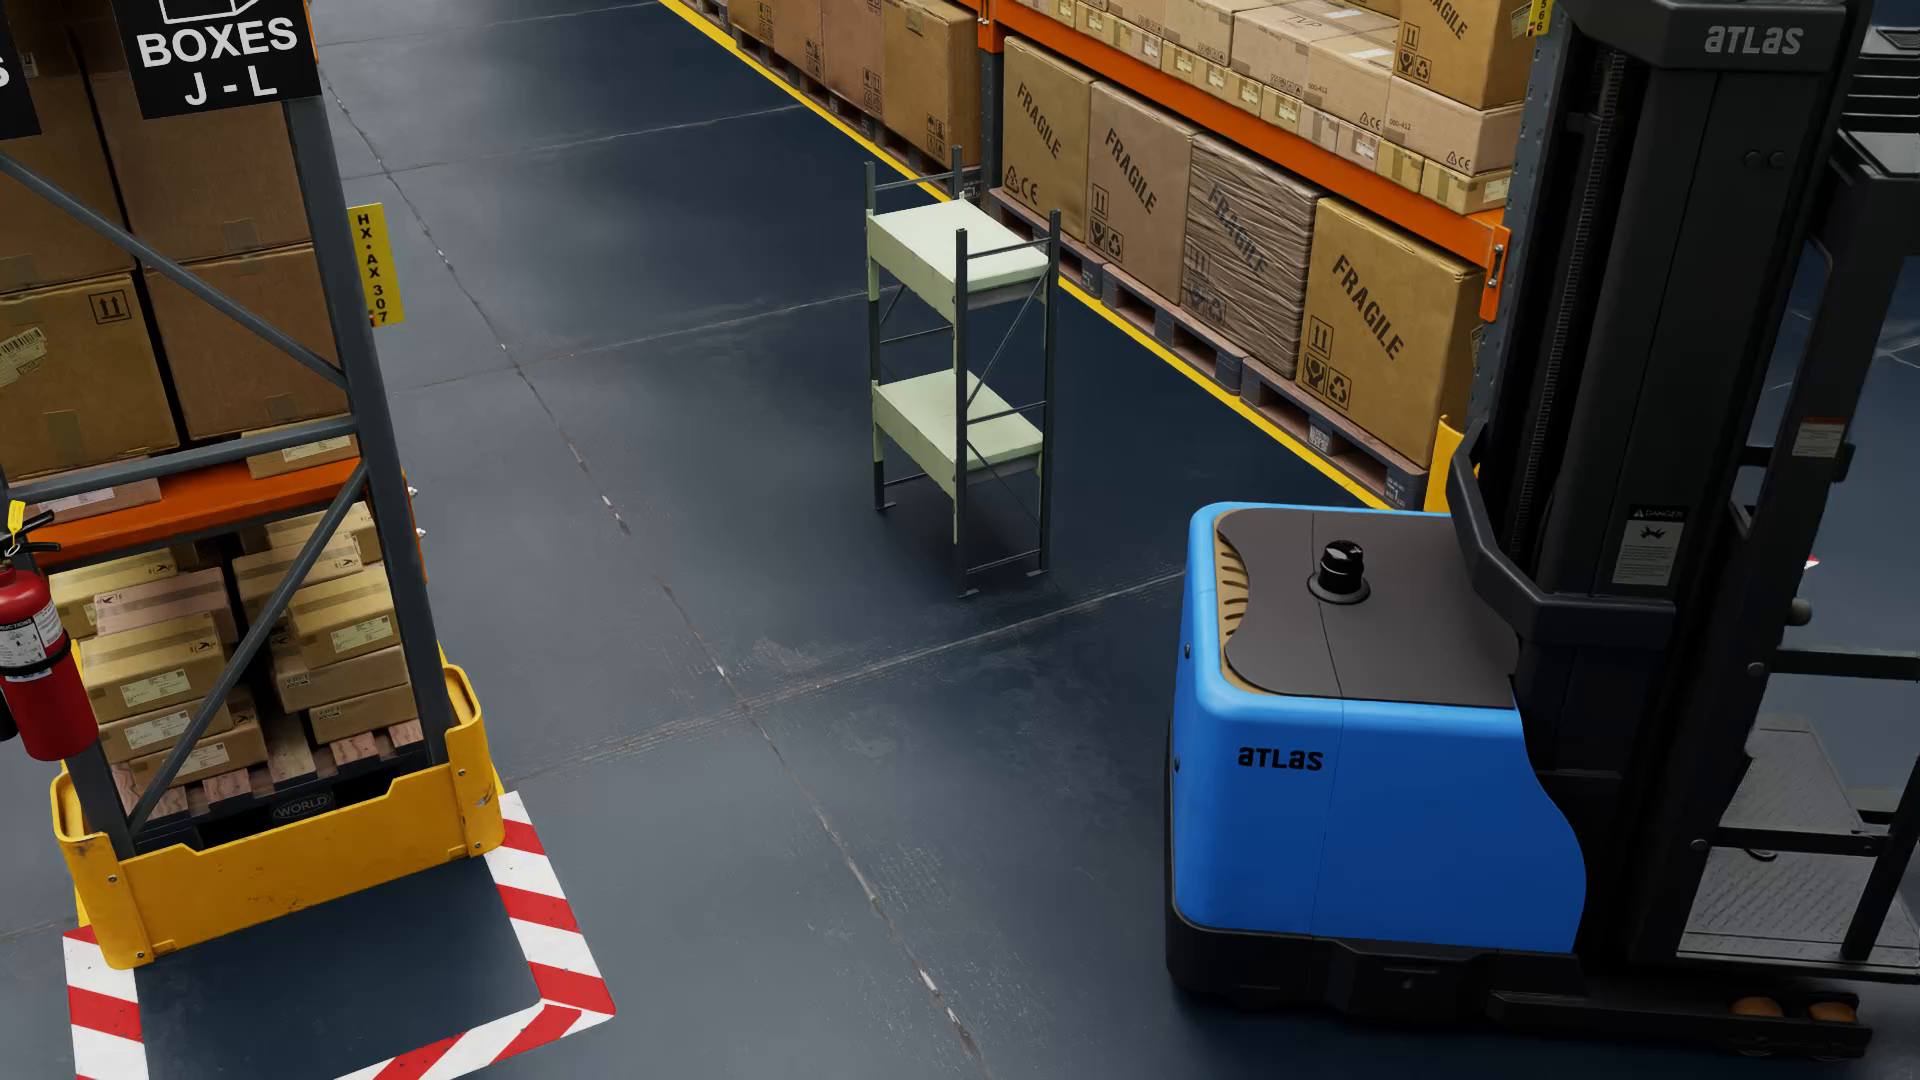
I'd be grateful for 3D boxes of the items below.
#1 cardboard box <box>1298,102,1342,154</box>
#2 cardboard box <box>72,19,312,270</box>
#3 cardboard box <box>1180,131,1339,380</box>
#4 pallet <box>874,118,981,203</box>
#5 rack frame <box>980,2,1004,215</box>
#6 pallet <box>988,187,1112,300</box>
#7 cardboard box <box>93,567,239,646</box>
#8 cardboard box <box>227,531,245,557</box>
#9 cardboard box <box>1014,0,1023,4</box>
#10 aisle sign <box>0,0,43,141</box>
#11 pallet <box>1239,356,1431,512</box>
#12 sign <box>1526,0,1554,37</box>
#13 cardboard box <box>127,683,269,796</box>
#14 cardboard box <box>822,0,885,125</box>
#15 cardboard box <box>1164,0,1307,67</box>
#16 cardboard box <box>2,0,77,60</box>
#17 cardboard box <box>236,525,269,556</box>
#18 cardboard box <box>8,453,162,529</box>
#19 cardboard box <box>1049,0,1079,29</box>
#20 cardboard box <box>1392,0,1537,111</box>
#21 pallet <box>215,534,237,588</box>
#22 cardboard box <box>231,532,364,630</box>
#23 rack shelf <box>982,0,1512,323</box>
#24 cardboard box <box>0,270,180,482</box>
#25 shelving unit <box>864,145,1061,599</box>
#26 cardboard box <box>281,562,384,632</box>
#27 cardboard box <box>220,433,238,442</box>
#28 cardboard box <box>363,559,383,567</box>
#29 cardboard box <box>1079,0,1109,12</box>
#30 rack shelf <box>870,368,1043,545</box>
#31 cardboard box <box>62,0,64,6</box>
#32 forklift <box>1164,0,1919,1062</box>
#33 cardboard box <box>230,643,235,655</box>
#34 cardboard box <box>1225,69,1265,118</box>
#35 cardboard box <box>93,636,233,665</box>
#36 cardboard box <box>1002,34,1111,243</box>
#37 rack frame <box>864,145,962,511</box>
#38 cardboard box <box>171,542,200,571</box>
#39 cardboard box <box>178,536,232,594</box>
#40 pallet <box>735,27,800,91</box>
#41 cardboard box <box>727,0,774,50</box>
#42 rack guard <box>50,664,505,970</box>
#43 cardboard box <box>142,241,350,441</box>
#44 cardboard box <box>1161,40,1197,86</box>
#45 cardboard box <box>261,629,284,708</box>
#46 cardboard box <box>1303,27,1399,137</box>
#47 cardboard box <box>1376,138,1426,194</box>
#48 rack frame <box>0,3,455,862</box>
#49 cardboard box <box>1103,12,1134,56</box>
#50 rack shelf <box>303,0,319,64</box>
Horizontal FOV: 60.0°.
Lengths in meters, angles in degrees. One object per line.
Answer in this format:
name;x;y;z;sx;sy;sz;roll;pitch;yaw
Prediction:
cardboard box;1.641;-1.744;6.924;0.380;0.149;0.250;-15;36;-22
cardboard box;-1.956;-1.069;4.342;0.500;0.500;0.500;-16;36;-23
cardboard box;1.660;-1.400;7.736;0.875;0.875;0.875;-16;36;-23
pallet;0.162;-2.483;10.430;1.003;0.211;1.213;-16;36;-23
rack frame;0.588;-3.308;9.132;1.000;3.000;0.127;-16;36;-23
pallet;0.873;-1.751;9.287;1.003;0.211;1.213;-16;36;-23
cardboard box;-2.519;0.250;5.280;0.380;0.149;0.250;-15;36;-22
cardboard box;-2.501;-0.108;6.115;0.380;0.149;0.250;-18;37;-25
cardboard box;0.432;-2.977;8.849;0.380;0.149;0.250;-16;36;-23
aisle sign;-2.213;-1.184;3.407;0.394;0.787;0.004;-16;36;-23
pallet;2.011;-0.586;7.470;1.003;0.211;1.213;-16;36;-23
sign;1.967;-1.856;5.574;0.100;0.325;0.005;-16;36;-23
cardboard box;-2.412;0.625;5.247;0.380;0.149;0.250;-15;36;-22
cardboard box;-0.145;-3.316;10.726;1.225;0.875;0.875;-17;36;-25
cardboard box;1.272;-2.358;7.513;0.500;0.250;0.500;-16;36;-23
cardboard box;-2.651;-1.185;4.524;0.500;0.500;0.500;-17;36;-25
cardboard box;-2.354;-0.113;5.848;0.380;0.149;0.250;-18;37;-25
cardboard box;-2.384;-0.178;4.480;0.380;0.149;0.250;-16;36;-23
cardboard box;0.678;-2.726;8.457;0.380;0.149;0.250;-15;35;-22
cardboard box;1.993;-1.943;6.170;0.500;0.500;0.500;-15;36;-23
pallet;-2.930;-0.040;6.616;1.003;0.211;1.213;-16;36;-23
cardboard box;-2.161;0.137;5.458;0.380;0.149;0.250;-15;36;-22
rack shelf;1.521;-2.050;7.836;1.077;0.370;4.000;-16;36;-23
cardboard box;-2.419;-0.516;4.407;0.500;0.500;0.500;-15;36;-22
shelving unit;-0.003;-0.635;6.350;0.431;1.500;0.755;-16;36;-23
cardboard box;-2.077;0.239;5.573;0.380;0.149;0.250;-16;36;-23
cardboard box;-1.998;-0.442;4.892;0.380;0.149;0.250;-15;35;-21
cardboard box;-2.282;0.123;6.031;0.380;0.149;0.250;-15;36;-23
cardboard box;0.803;-2.841;8.267;0.500;0.250;0.500;-16;36;-23
rack shelf;-0.003;-0.360;6.526;0.431;0.370;0.720;-16;36;-23
cardboard box;-3.597;-2.176;6.071;0.500;0.500;0.500;-17;36;-25
forklift;2.136;-0.116;4.213;3.031;2.935;1.130;3;33;5
cardboard box;-2.668;0.380;5.629;0.380;0.149;0.250;-16;36;-23
cardboard box;1.397;-1.991;7.309;0.380;0.149;0.250;-16;36;-23
cardboard box;-2.555;0.381;5.353;0.380;0.149;0.250;-17;36;-24
cardboard box;0.825;-2.255;9.069;0.875;0.875;0.875;-16;36;-23
rack frame;-0.174;-0.809;6.623;0.400;1.500;0.023;-16;36;-23
cardboard box;-2.817;0.019;5.641;0.380;0.149;0.250;-17;37;-25
cardboard box;-2.759;0.117;5.764;0.380;0.149;0.250;-16;36;-24
pallet;-0.976;-3.647;12.247;1.003;0.211;1.213;-16;36;-23
cardboard box;-0.974;-4.164;12.049;1.225;0.875;0.875;-18;37;-25
rack guard;-2.017;0.817;5.012;1.175;0.500;0.348;-16;36;-23
cardboard box;-1.947;-0.650;4.616;0.500;0.500;0.500;-14;35;-21
cardboard box;1.160;-2.233;7.688;0.380;0.149;0.250;-17;36;-24
cardboard box;-2.137;0.389;5.615;0.380;0.149;0.250;-16;36;-23
cardboard box;1.756;-1.868;6.748;0.500;0.250;0.500;-17;36;-24
cardboard box;1.873;-1.504;6.549;0.380;0.149;0.250;-15;36;-23
rack frame;-1.982;-0.199;4.281;1.000;3.000;0.127;-16;36;-23
cardboard box;0.921;-2.479;8.072;0.380;0.149;0.250;-16;36;-24
rack shelf;-2.914;-2.114;5.155;1.077;0.370;4.000;-16;36;-23
